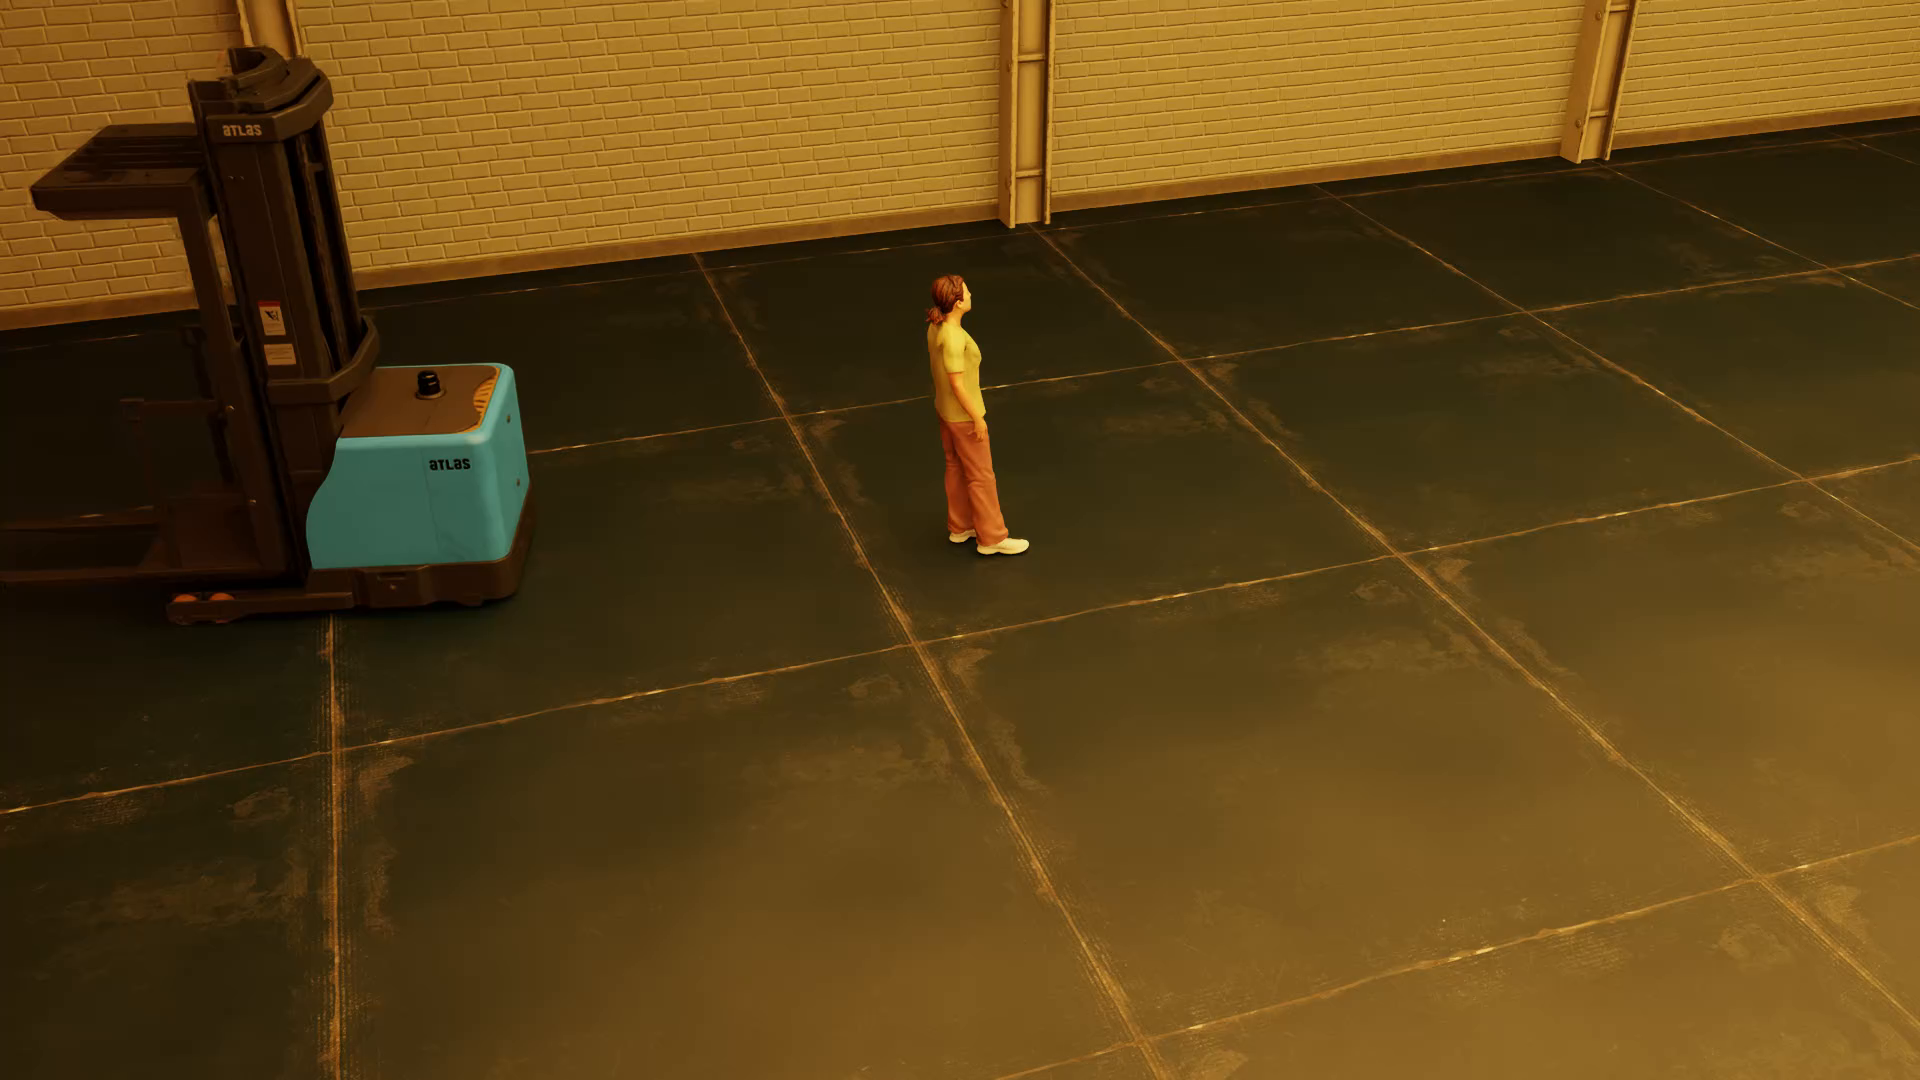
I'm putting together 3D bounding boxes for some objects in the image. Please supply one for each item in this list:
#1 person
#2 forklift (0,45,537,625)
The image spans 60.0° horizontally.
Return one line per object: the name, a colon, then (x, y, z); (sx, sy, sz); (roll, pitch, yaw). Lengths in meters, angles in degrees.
person: (0.073, -0.739, 9.615); (0.549, 1.675, 0.553); (-10, 31, -16)
forklift: (-4.049, -1.075, 8.956); (3.031, 2.935, 1.130); (-3, 30, -4)
